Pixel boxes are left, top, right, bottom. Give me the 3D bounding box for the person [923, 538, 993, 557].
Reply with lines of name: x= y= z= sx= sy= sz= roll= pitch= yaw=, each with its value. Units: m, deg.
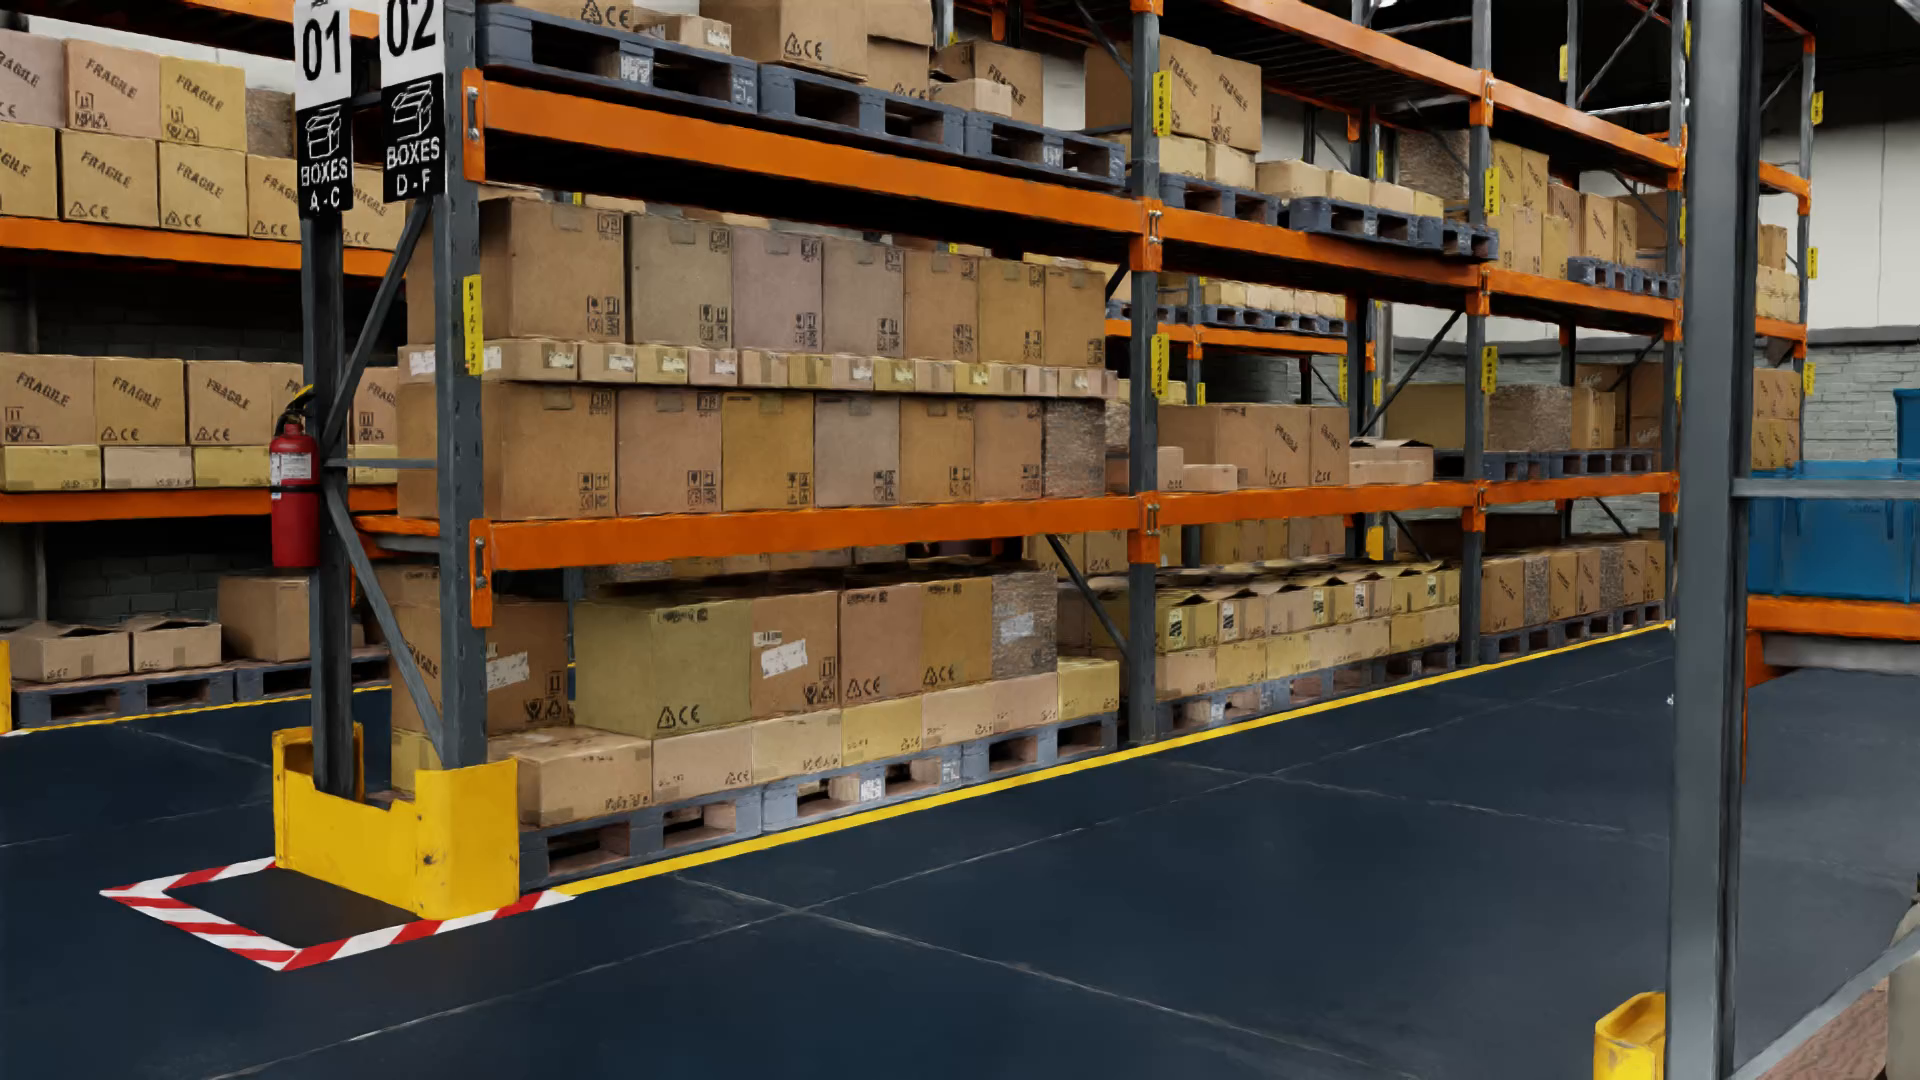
person: x=0.018 y=-0.086 z=12.716 sx=0.767 sy=1.775 sz=0.670 roll=-2 pitch=4 yaw=-25
